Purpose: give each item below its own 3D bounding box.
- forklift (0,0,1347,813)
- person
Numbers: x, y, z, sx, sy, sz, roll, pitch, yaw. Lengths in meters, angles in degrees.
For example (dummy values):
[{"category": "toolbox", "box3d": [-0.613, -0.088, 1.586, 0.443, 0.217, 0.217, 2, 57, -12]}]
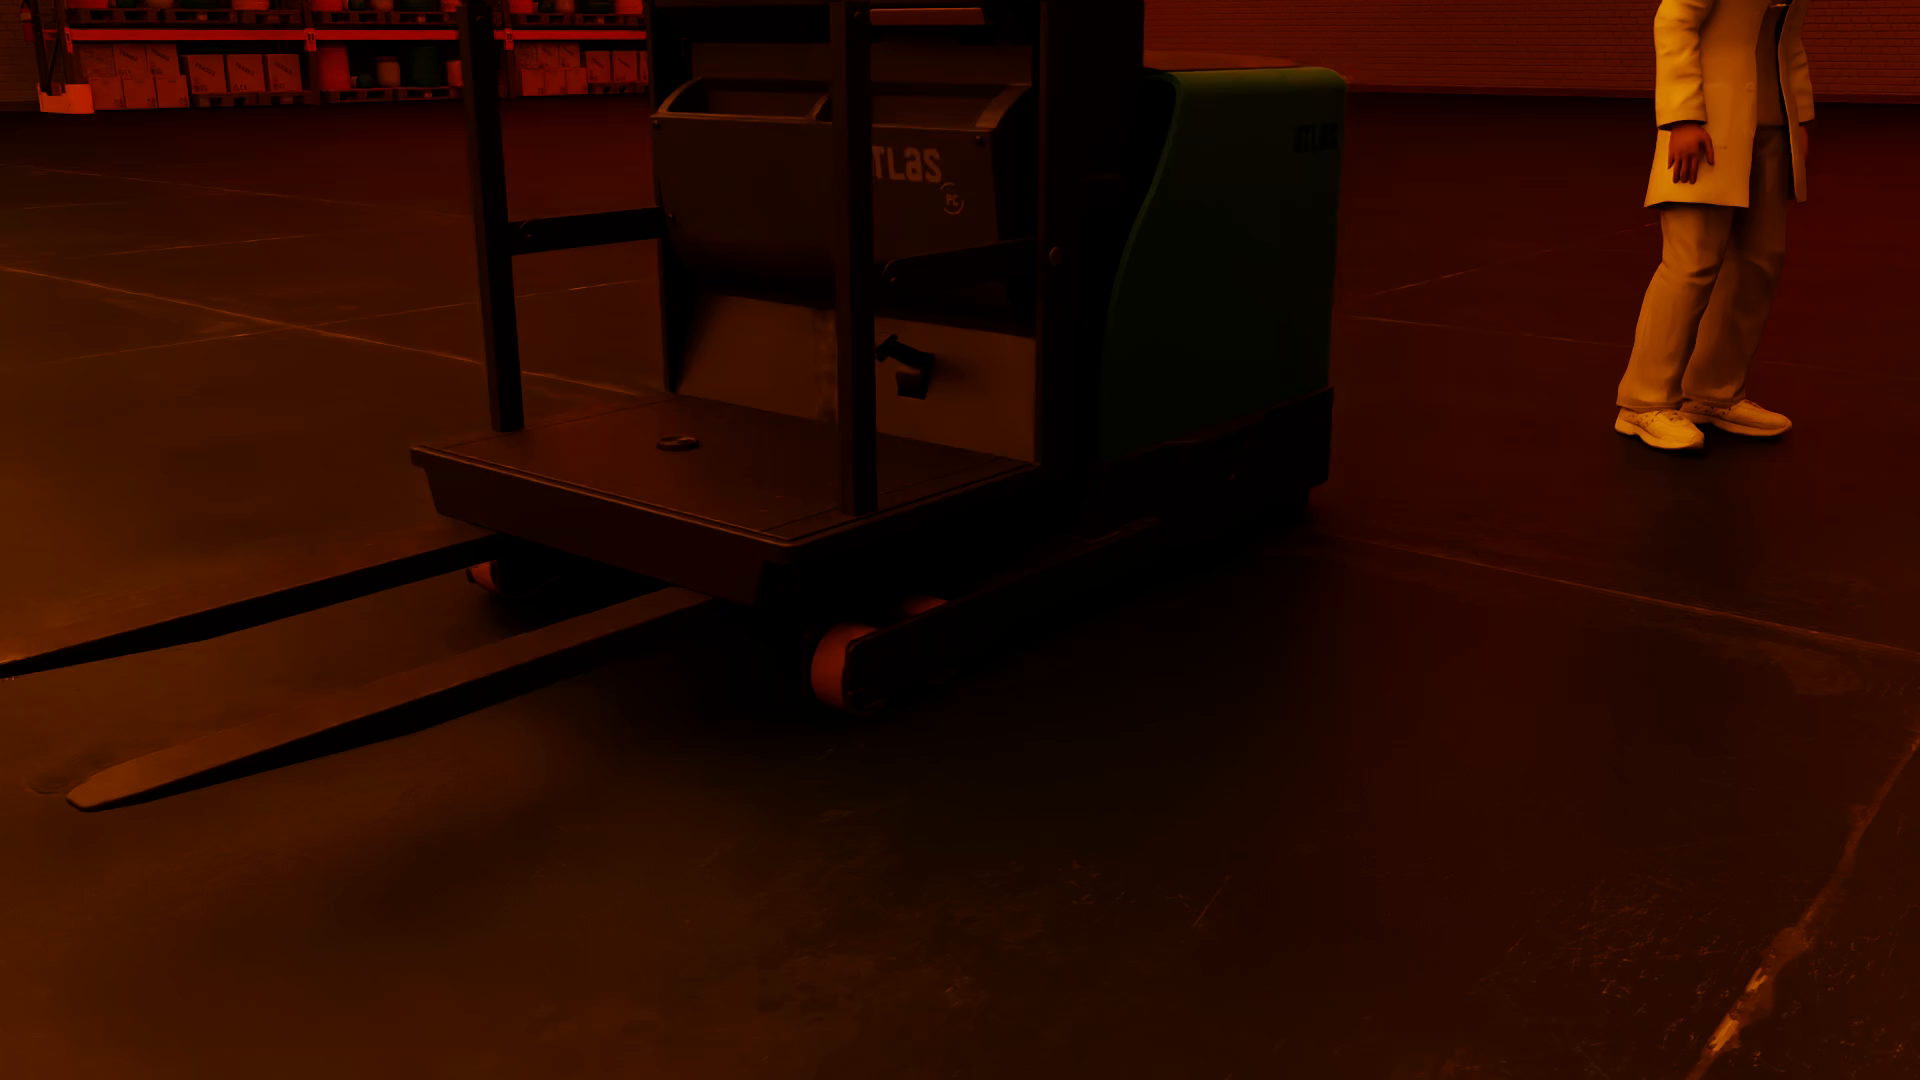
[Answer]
[{"category": "forklift", "box3d": [-0.390, -1.255, 3.032, 1.130, 2.935, 3.031, 13, 21, 37]}, {"category": "person", "box3d": [2.218, -1.172, 4.752, 0.648, 1.772, 0.431, -10, 20, -30]}]
